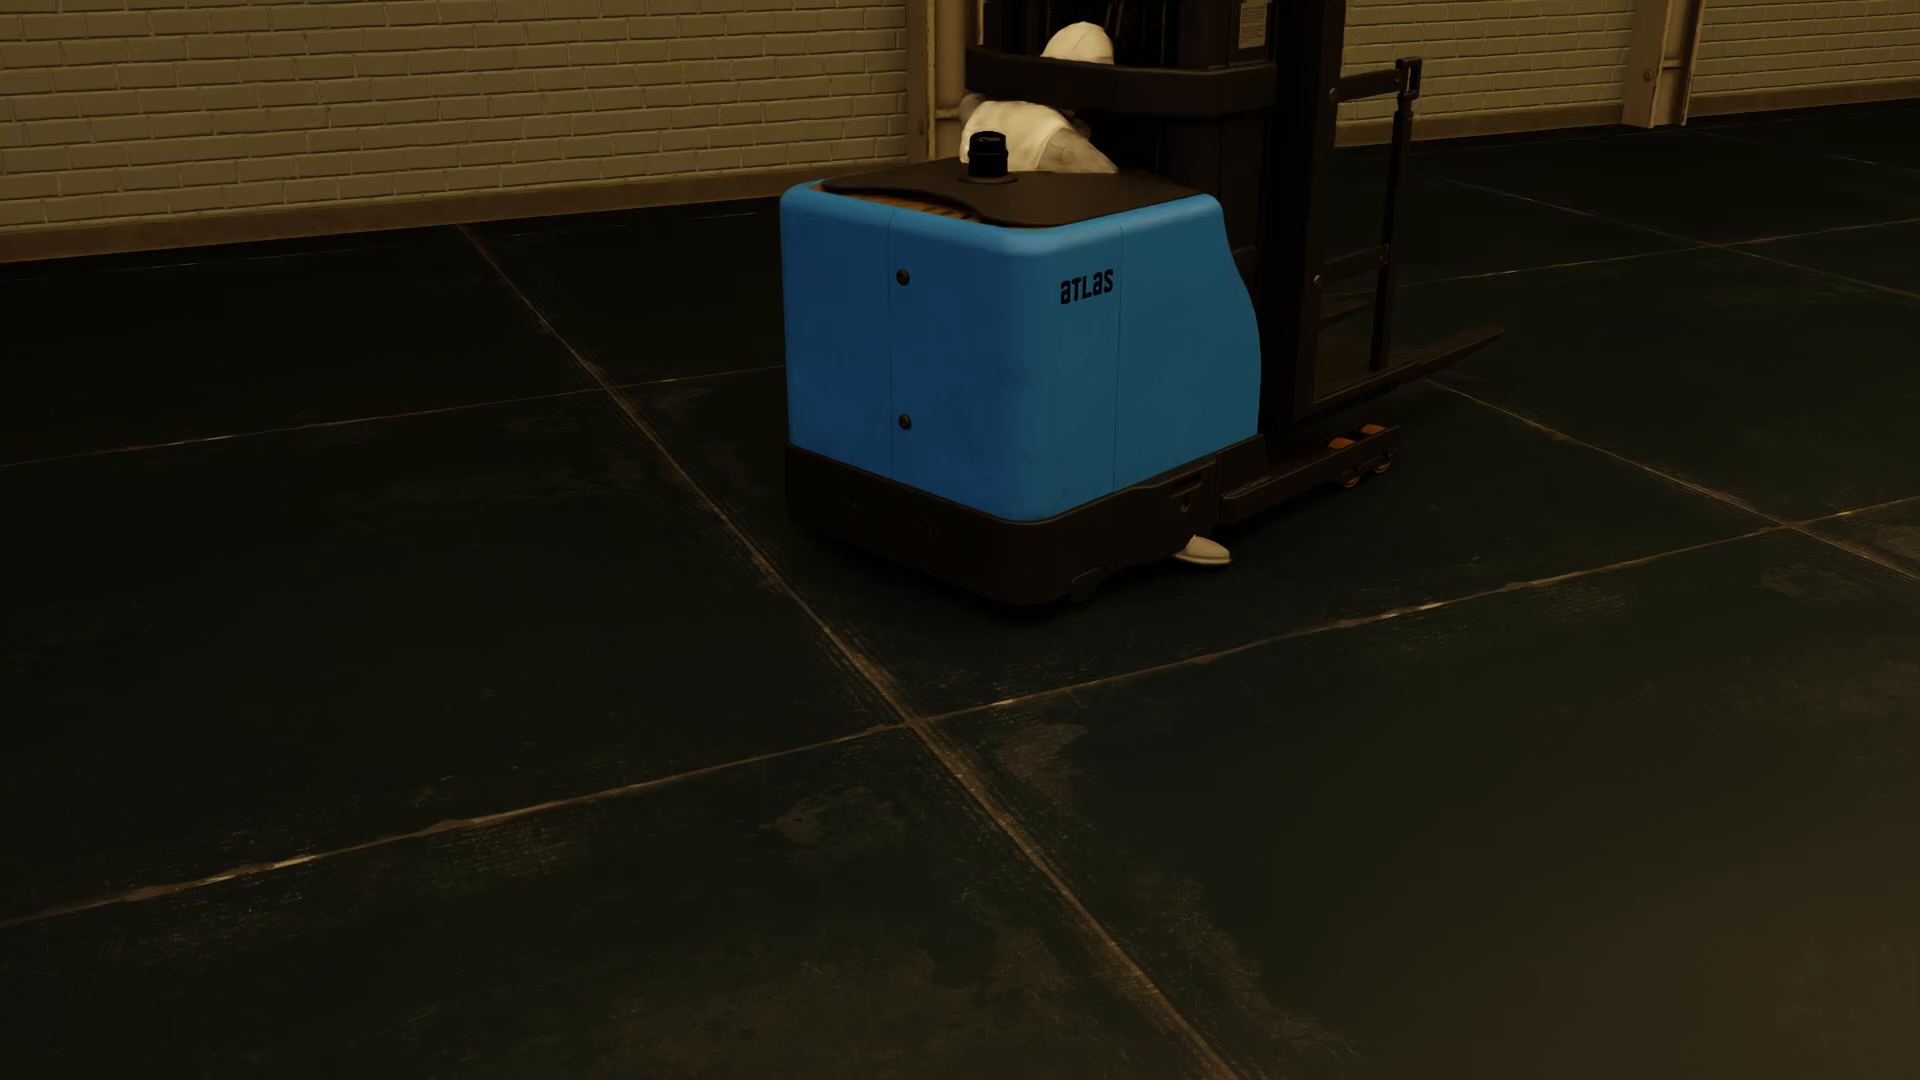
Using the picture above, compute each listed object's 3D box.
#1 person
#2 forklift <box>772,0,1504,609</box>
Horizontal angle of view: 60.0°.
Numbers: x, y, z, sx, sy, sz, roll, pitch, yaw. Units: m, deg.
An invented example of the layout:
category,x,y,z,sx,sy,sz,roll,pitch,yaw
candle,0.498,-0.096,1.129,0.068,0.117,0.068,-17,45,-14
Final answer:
category,x,y,z,sx,sy,sz,roll,pitch,yaw
person,0.306,-0.838,5.122,0.785,1.479,1.457,-12,25,-26
forklift,0.837,-1.641,5.237,1.130,2.935,3.031,20,30,40
